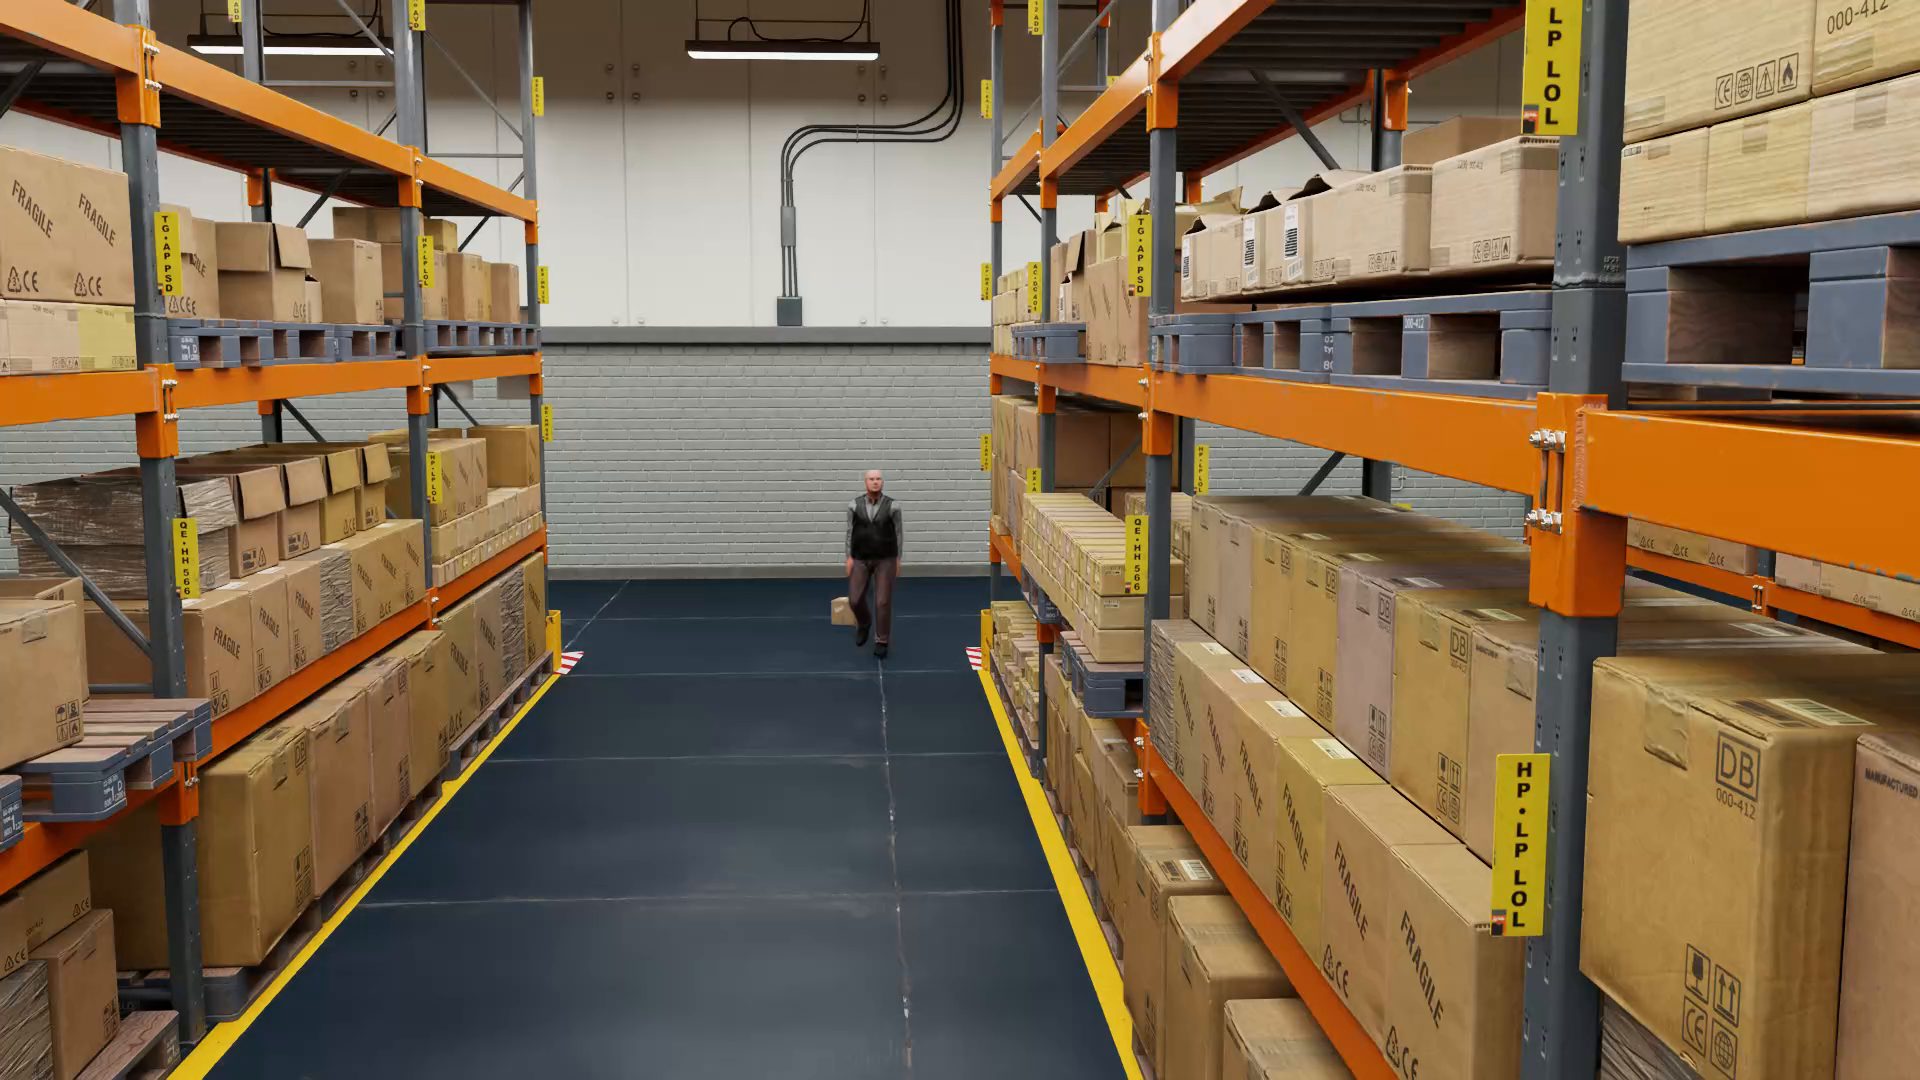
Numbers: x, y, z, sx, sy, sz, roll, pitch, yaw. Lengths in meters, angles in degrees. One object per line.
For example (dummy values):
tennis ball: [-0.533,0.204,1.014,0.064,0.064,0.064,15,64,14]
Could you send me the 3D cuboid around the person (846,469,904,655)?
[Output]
person: [-0.792,0.198,15.464,0.537,1.712,0.519,1,7,5]
